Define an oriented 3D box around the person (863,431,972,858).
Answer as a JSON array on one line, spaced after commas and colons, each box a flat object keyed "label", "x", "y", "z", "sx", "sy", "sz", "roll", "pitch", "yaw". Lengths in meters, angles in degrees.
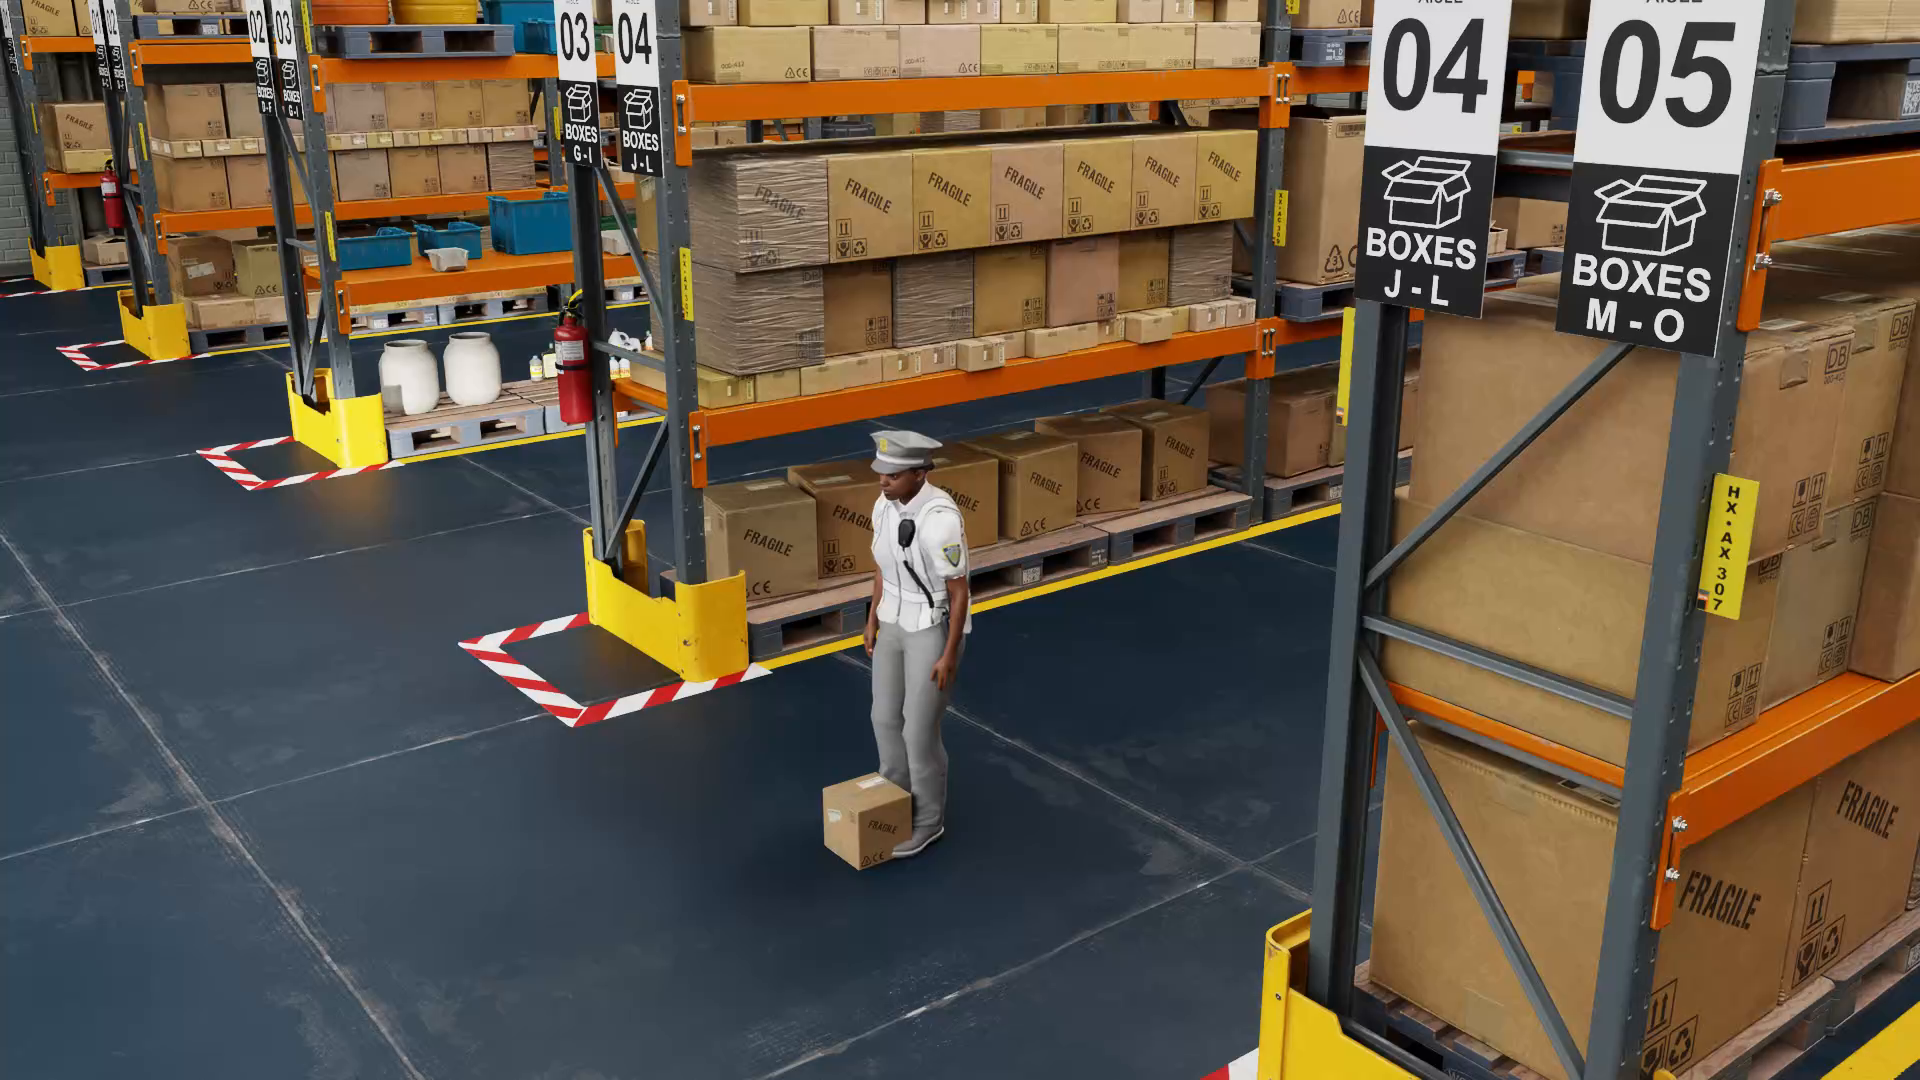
[{"label": "person", "x": -0.192, "y": 0.374, "z": 6.382, "sx": 0.421, "sy": 1.664, "sz": 0.532, "roll": -15, "pitch": 23, "yaw": -39}]
